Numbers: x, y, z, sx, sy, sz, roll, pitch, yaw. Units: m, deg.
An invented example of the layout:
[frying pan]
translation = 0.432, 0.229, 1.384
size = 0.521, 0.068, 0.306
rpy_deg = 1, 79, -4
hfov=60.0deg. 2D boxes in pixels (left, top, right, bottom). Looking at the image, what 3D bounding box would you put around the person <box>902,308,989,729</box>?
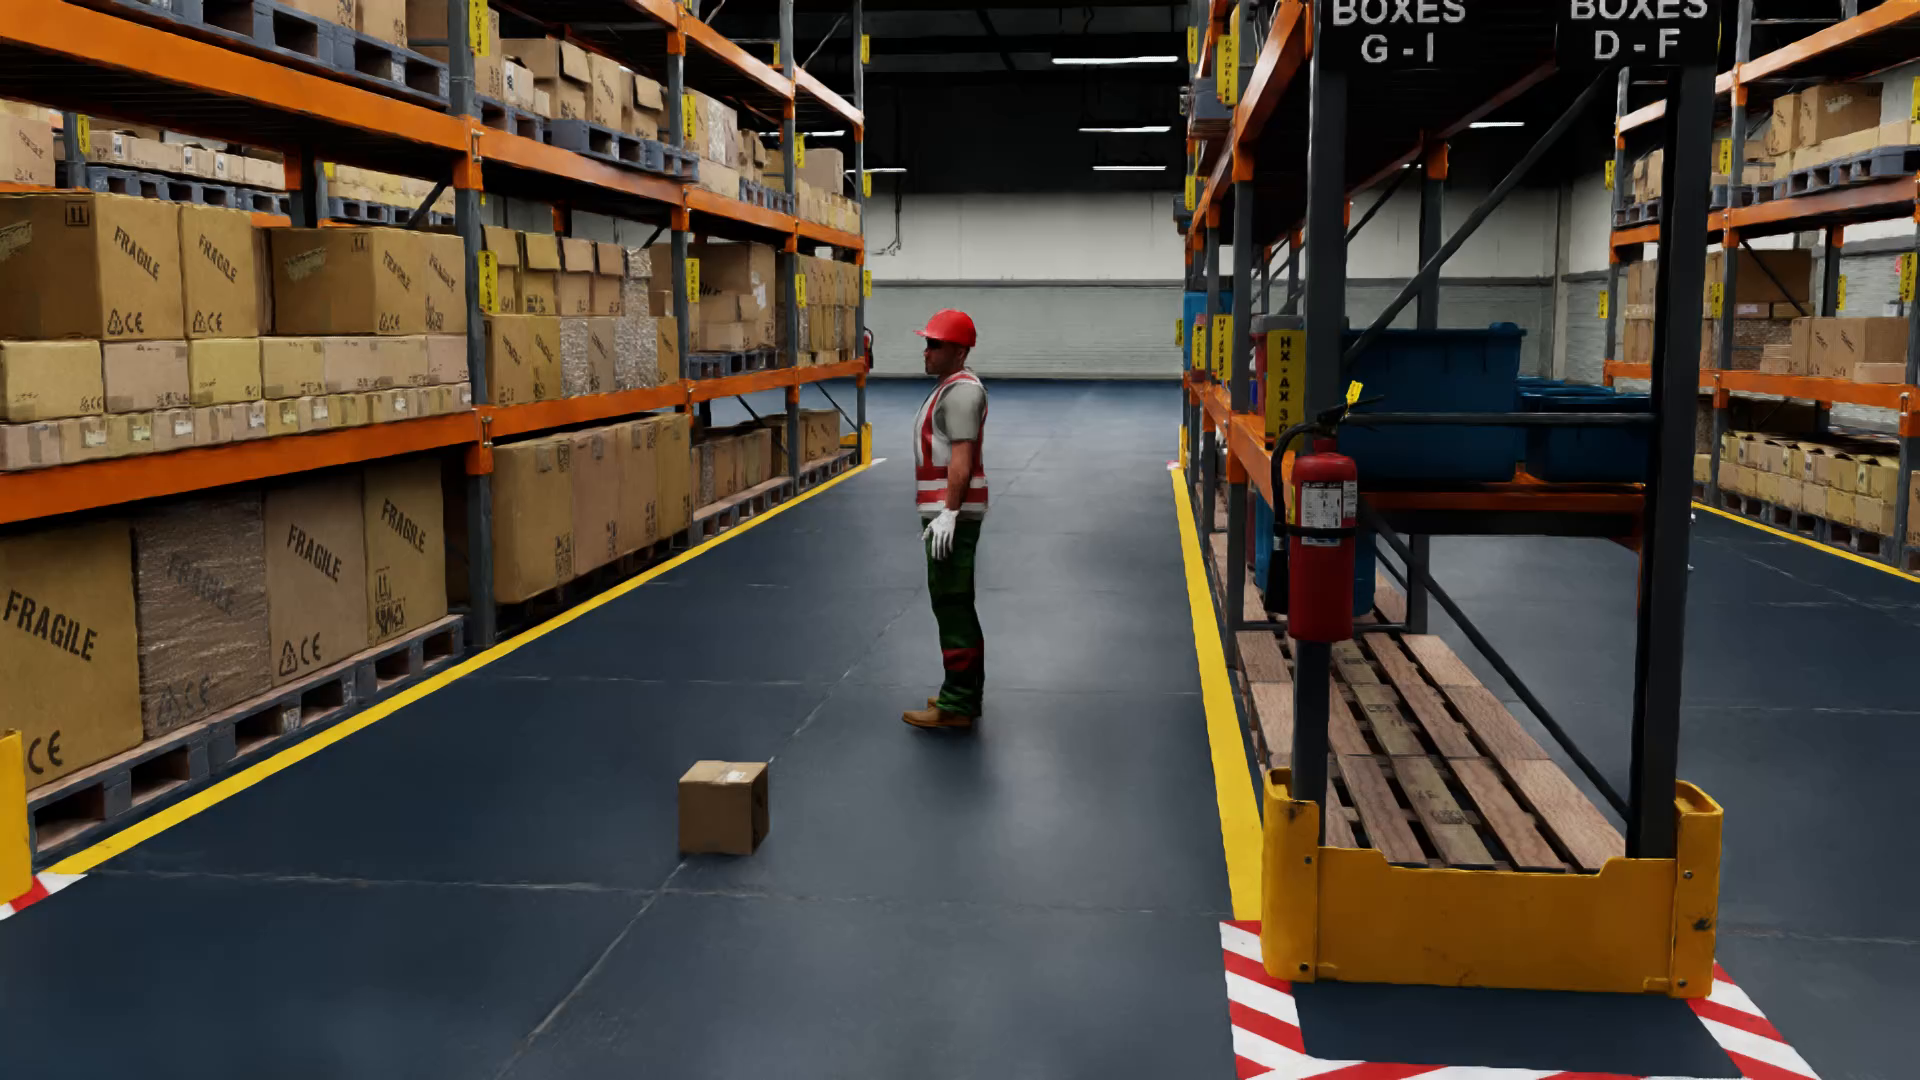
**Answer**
[person]
translation = -0.065, -0.092, 7.170
size = 0.377, 1.797, 0.632
rpy_deg = 0, 7, -2
